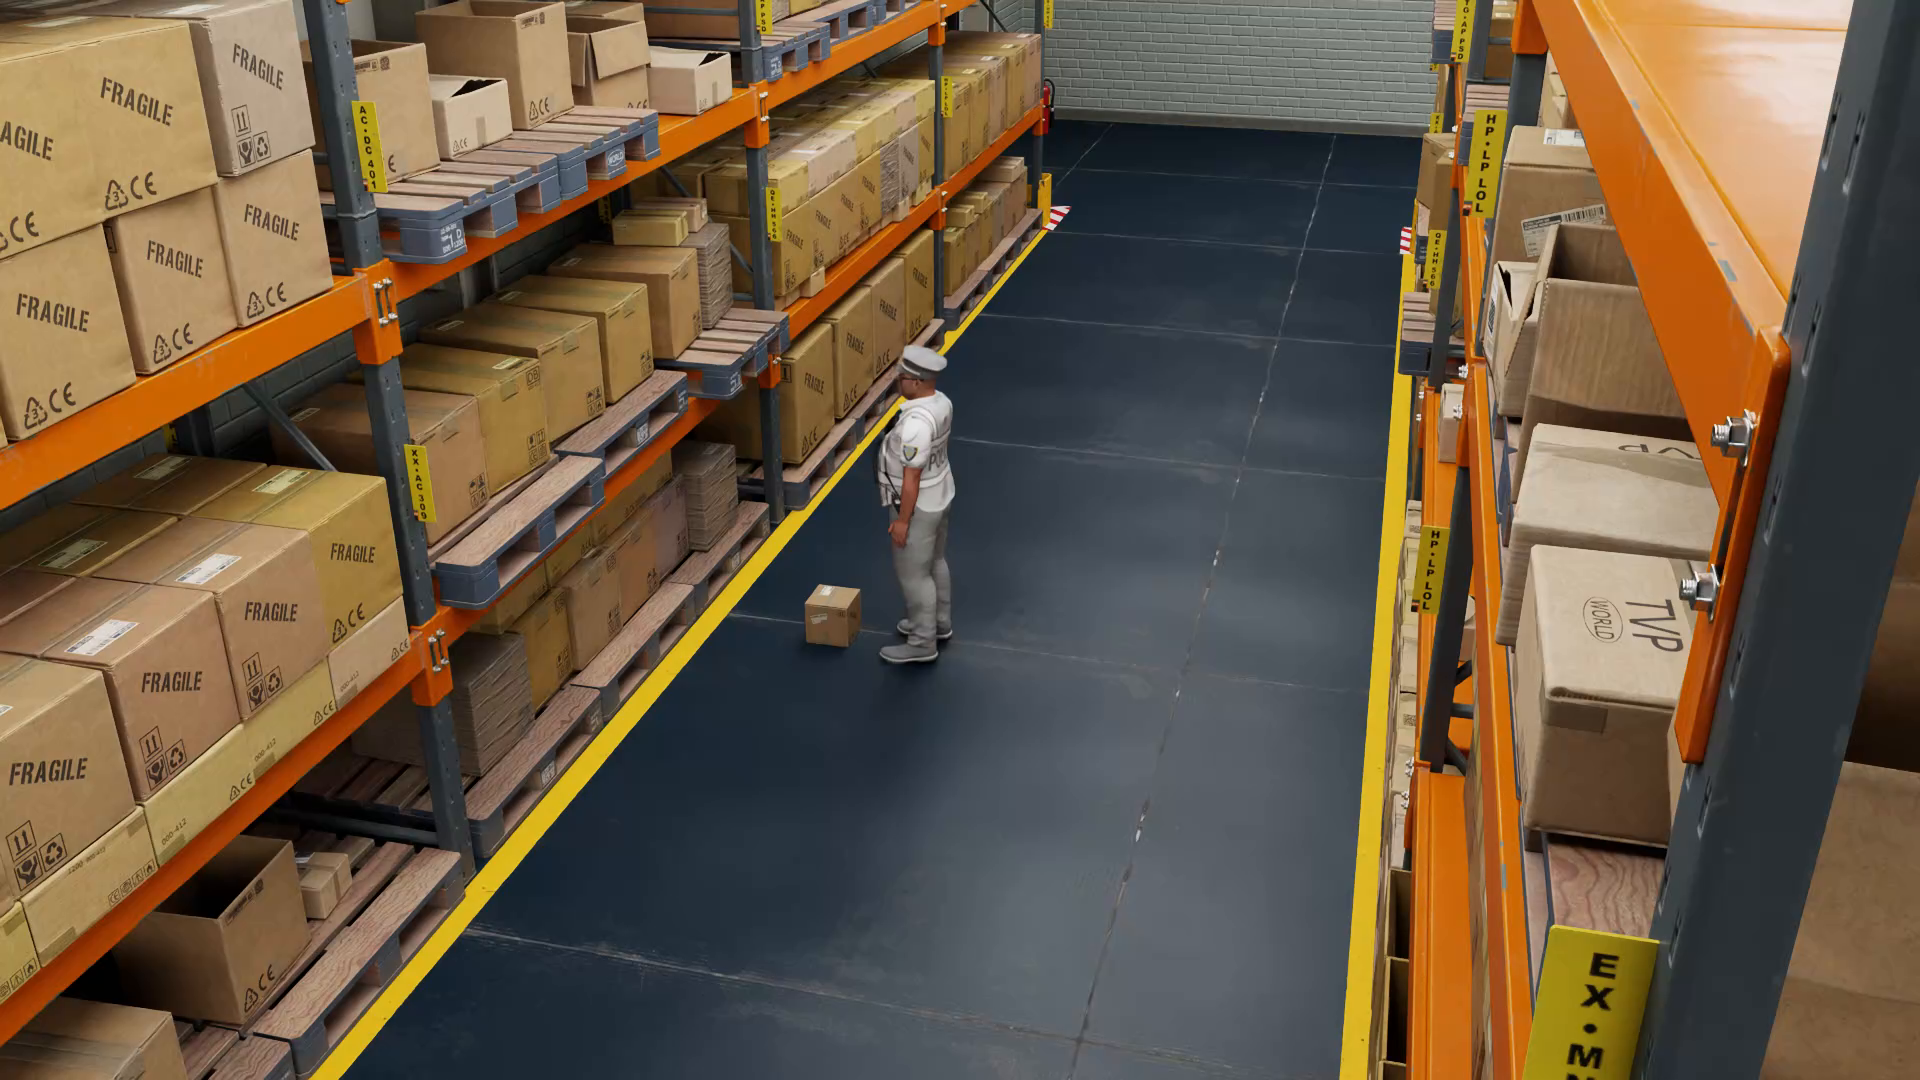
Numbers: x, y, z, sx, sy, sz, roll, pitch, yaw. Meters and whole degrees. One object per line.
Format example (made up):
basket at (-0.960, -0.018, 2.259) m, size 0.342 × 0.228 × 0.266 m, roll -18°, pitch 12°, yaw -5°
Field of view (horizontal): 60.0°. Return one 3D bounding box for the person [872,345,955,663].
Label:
person at (-0.239, -0.199, 9.000) m, size 0.395 × 1.778 × 0.527 m, roll 7°, pitch 26°, yaw 14°
